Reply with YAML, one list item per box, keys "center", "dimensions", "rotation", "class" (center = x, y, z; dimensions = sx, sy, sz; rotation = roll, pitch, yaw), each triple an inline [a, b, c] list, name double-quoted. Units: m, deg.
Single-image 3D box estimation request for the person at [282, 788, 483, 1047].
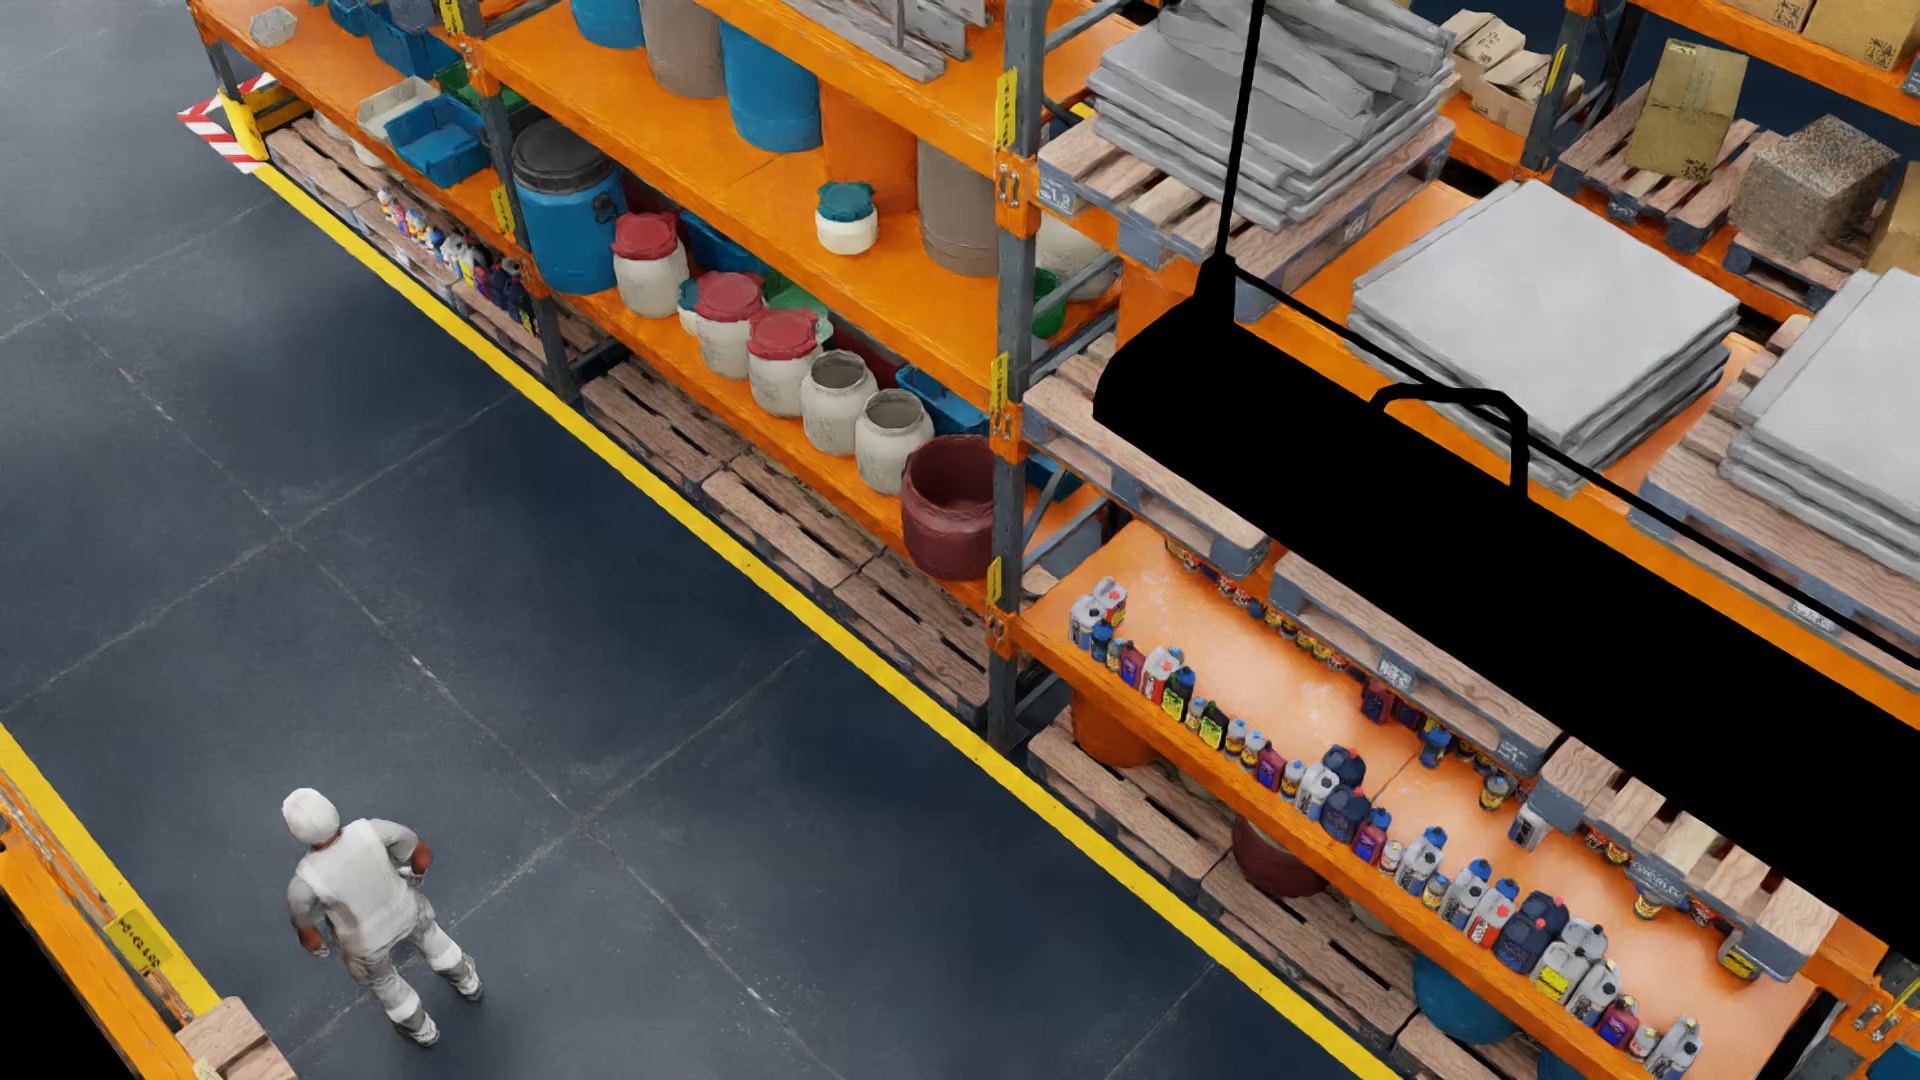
- center: [-2.740, 1.755, 7.797]
  dimensions: [0.552, 1.742, 0.677]
  rotation: [36, 59, 26]
  class: "person"
